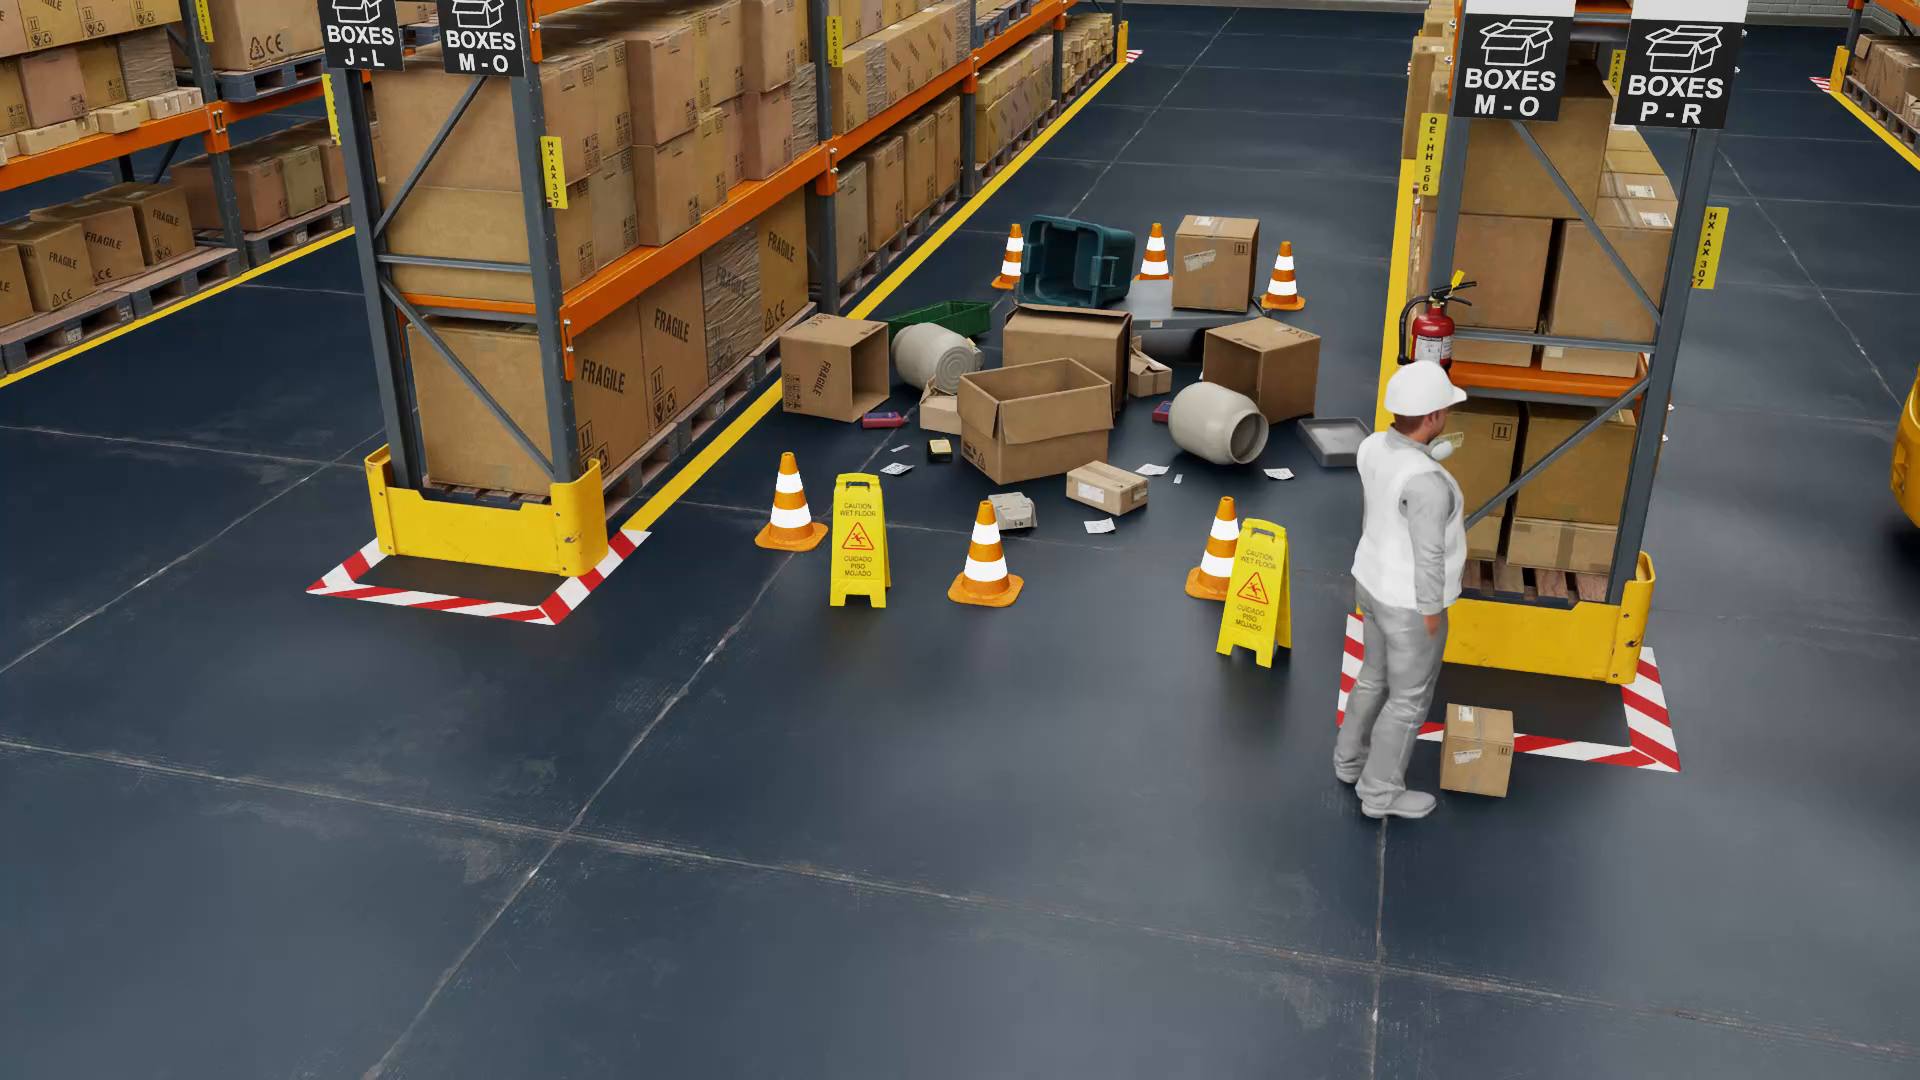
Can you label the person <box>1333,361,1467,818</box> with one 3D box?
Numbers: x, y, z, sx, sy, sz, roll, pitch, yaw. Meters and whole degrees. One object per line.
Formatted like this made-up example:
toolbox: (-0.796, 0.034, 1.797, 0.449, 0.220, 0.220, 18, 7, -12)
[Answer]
person: (1.657, 0.179, 6.207, 0.359, 1.774, 0.531, -5, 26, -10)
